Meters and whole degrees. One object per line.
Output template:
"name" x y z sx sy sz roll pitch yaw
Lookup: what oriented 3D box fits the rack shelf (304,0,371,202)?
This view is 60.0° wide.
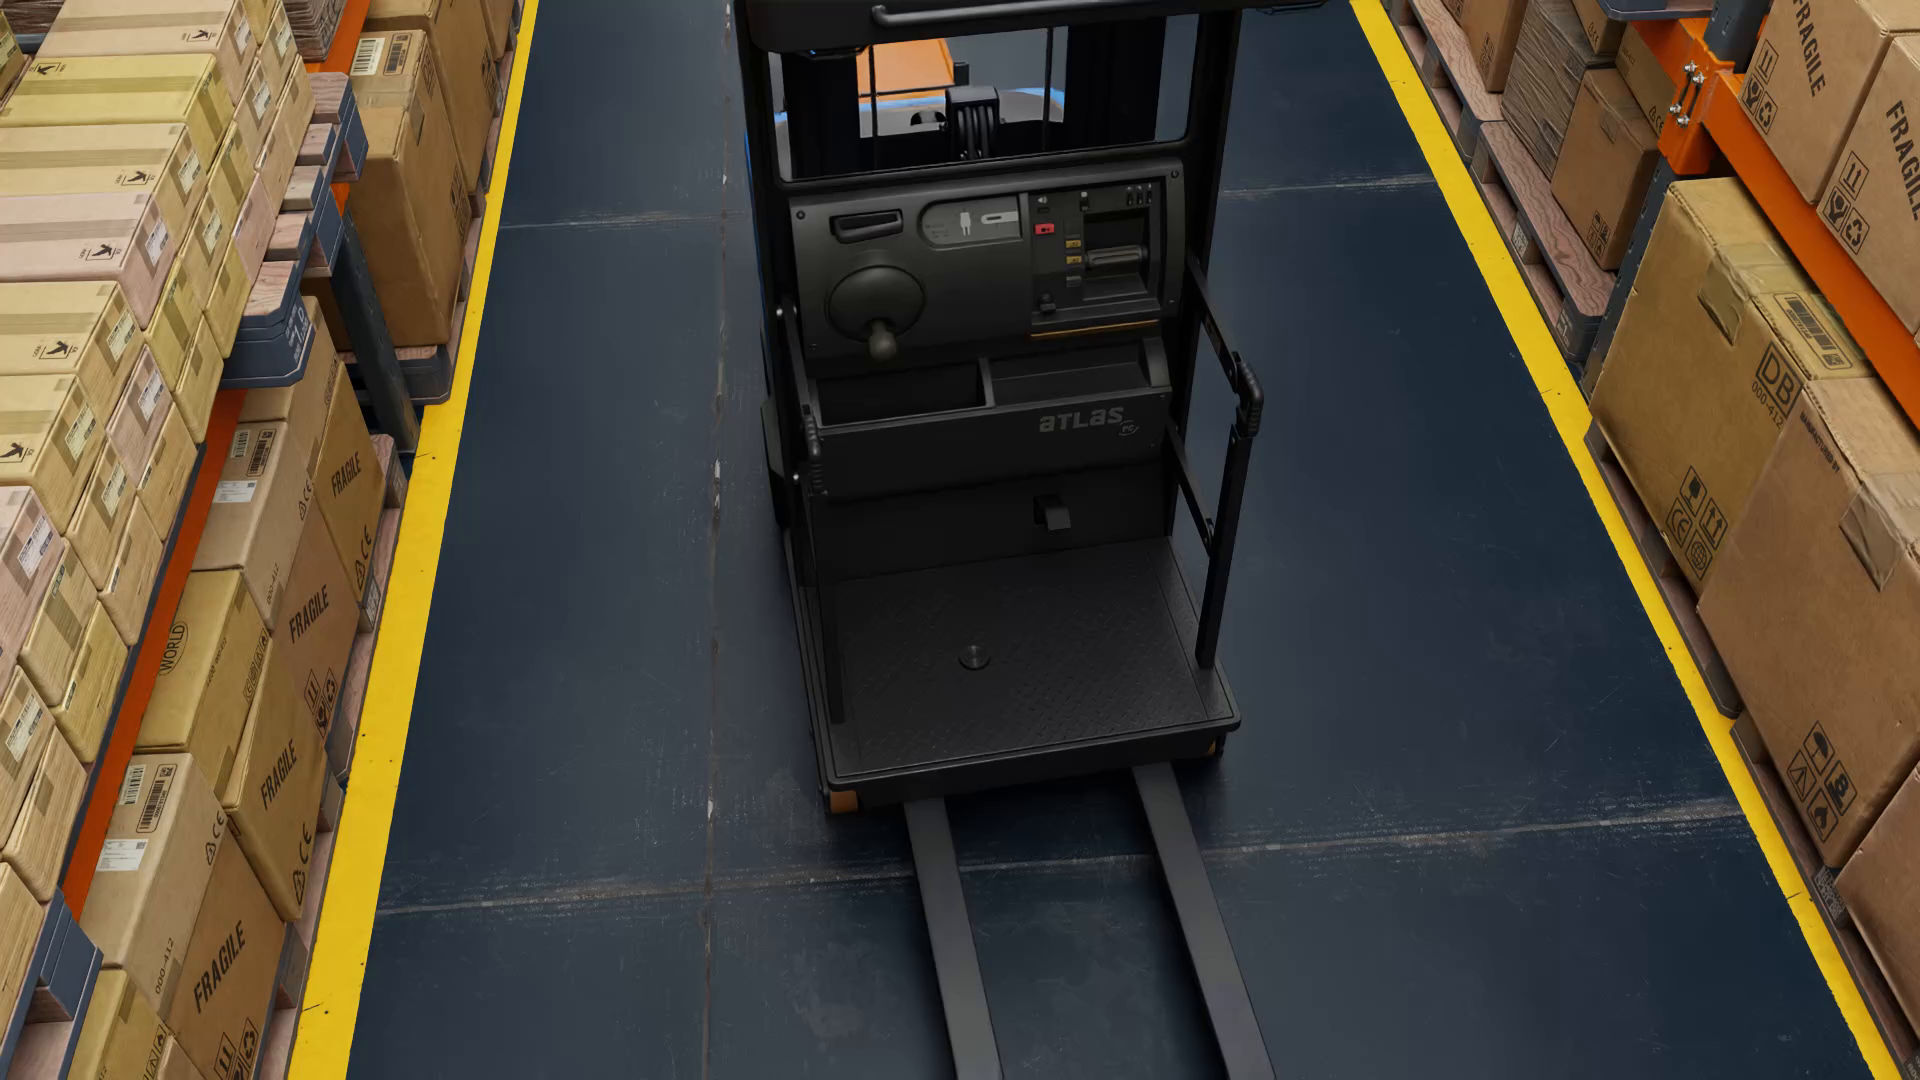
"rack shelf" -2.476 -2.526 6.072 1.077 0.370 4.000 -3 47 -3

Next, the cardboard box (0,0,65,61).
"cardboard box" -2.614 -1.670 4.697 0.500 0.500 0.500 -3 47 -3

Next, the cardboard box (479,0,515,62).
"cardboard box" -2.425 -2.449 6.764 1.050 0.750 0.750 -3 47 -3

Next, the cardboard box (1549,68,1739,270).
"cardboard box" 2.567 -1.330 5.862 0.700 0.500 0.500 -6 47 -5

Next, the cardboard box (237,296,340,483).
"cardboard box" -1.990 -0.390 4.469 0.500 0.250 0.500 -4 47 -4

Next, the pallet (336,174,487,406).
"pallet" -2.299 -0.942 5.997 1.003 0.211 1.213 -3 47 -3

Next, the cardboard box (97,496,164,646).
"cardboard box" -1.681 0.070 3.001 0.380 0.149 0.250 -5 47 -5

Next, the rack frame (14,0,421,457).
"rack frame" -2.308 -1.326 4.440 1.000 3.000 0.127 -3 47 -3

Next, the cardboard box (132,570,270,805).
"cardboard box" -1.910 0.343 3.775 0.500 0.250 0.500 -2 47 -2

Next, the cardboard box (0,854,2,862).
"cardboard box" -1.616 0.532 2.359 0.380 0.149 0.250 -5 47 -5

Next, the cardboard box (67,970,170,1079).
"cardboard box" -1.819 1.089 3.068 0.500 0.250 0.500 -2 47 -2

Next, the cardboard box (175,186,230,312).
"cardboard box" -1.744 -0.592 3.424 0.380 0.149 0.250 -3 47 -3

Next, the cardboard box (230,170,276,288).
"cardboard box" -1.768 -0.689 3.721 0.380 0.149 0.250 -3 47 -3

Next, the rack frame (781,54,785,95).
"rack frame" -0.410 -1.773 6.154 0.500 1.125 0.032 -8 47 -7

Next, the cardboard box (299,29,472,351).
"cardboard box" -2.270 -1.143 5.527 1.050 0.750 0.750 -4 47 -4

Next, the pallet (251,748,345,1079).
"pallet" -2.145 1.079 4.083 1.003 0.211 1.213 -3 47 -3

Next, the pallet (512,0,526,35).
"pallet" -2.504 -2.708 7.669 1.003 0.211 1.213 -3 47 -3

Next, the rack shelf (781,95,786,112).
"rack shelf" -0.316 -1.242 5.988 0.538 0.278 1.000 -8 47 -7

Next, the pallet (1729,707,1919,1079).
"pallet" 2.733 0.860 4.290 1.003 0.211 1.213 -3 47 -3

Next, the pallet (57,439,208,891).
"pallet" -2.102 0.170 3.156 1.003 0.211 1.213 -3 47 -3

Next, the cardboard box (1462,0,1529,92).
"cardboard box" 2.453 -2.140 6.629 0.700 0.500 0.500 0 47 0

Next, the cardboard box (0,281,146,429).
"cardboard box" -1.704 -0.326 2.967 0.380 0.149 0.250 -1 47 -1

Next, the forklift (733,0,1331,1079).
"forklift" 0.116 -0.558 3.760 1.130 2.935 3.031 -8 47 -7

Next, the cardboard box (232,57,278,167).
"cardboard box" -1.789 -0.964 3.776 0.380 0.149 0.250 -2 47 -2

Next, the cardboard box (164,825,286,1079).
"cardboard box" -1.874 0.971 3.696 0.500 0.500 0.500 -3 47 -3

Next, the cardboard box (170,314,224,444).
"cardboard box" -1.727 -0.314 3.365 0.380 0.149 0.250 -5 47 -5

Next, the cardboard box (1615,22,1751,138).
"cardboard box" 2.557 -1.587 5.589 0.500 0.250 0.500 -2 47 -2

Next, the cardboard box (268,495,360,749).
"cardboard box" -1.953 0.225 4.403 0.500 0.500 0.500 -2 47 -2

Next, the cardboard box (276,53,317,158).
"cardboard box" -1.809 -1.055 4.067 0.380 0.149 0.250 -3 47 -3

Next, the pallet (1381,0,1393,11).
"pallet" 2.374 -2.926 7.876 1.003 0.211 1.213 -3 47 -3

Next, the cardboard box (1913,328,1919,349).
"cardboard box" 2.504 -0.477 3.567 0.500 0.500 0.500 -4 47 -4

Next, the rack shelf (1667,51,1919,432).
"rack shelf" 2.810 0.140 3.547 1.077 0.370 4.000 -3 47 -3

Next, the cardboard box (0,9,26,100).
"cardboard box" -2.468 -1.125 3.928 0.380 0.149 0.250 -2 47 -2

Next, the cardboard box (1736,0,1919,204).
"cardboard box" 2.412 -1.221 4.271 0.500 0.500 0.500 -2 47 -2

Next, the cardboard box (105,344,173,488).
"cardboard box" -1.703 -0.224 3.075 0.380 0.149 0.250 -2 47 -2

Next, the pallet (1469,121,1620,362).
"pallet" 2.579 -1.161 6.204 1.003 0.211 1.213 -3 47 -3

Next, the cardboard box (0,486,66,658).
"cardboard box" -1.657 0.057 2.604 0.380 0.149 0.250 -2 47 -2

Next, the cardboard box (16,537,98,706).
"cardboard box" -1.663 0.146 2.725 0.380 0.149 0.250 -4 47 -4

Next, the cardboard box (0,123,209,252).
"cardboard box" -1.744 -0.698 3.319 0.380 0.149 0.250 -2 47 -2

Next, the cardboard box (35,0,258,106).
"cardboard box" -1.792 -1.080 3.681 0.380 0.149 0.250 -4 47 -4

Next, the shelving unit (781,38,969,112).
"shelving unit" -0.316 -1.410 5.811 0.538 1.125 1.048 -8 47 -7

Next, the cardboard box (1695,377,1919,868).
"cardboard box" 2.747 0.178 4.190 1.225 0.875 0.875 -3 47 -3

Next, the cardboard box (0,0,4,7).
"cardboard box" -2.462 -1.239 3.832 0.380 0.149 0.250 -3 47 -3

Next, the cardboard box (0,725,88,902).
"cardboard box" -1.636 0.450 2.642 0.380 0.149 0.250 -5 47 -5
